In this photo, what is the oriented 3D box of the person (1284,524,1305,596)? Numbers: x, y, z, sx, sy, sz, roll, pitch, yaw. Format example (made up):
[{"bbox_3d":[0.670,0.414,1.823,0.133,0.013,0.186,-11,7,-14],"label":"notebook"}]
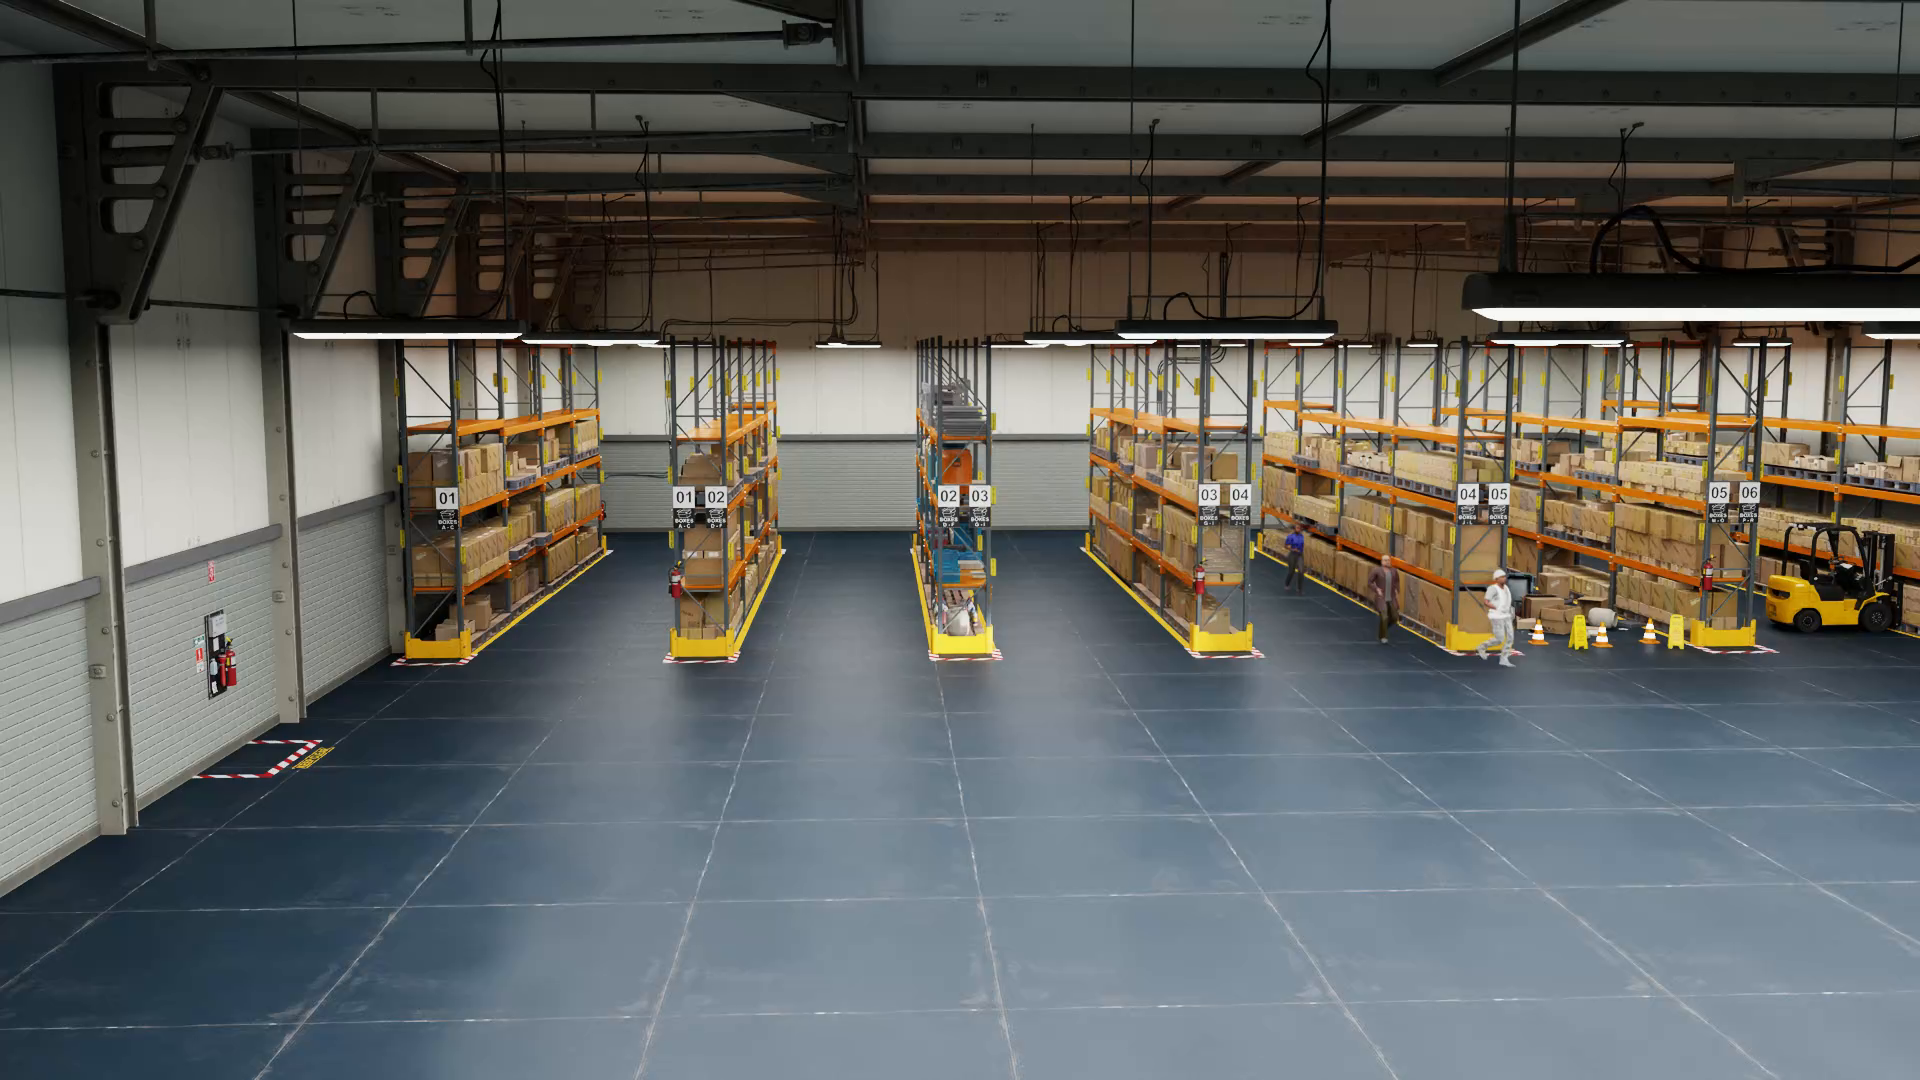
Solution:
[{"bbox_3d":[7.903,0.449,39.252,0.571,1.687,0.846,-1,7,-10],"label":"person"}]

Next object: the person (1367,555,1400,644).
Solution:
[{"bbox_3d":[8.341,1.159,32.616,0.708,1.729,0.664,-1,7,-8],"label":"person"}]

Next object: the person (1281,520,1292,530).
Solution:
[{"bbox_3d":[9.793,-0.732,49.196,0.932,1.811,0.669,0,6,2],"label":"person"}]

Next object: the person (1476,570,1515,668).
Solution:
[{"bbox_3d":[9.800,1.413,30.320,0.681,1.757,0.727,-5,8,-39],"label":"person"}]
